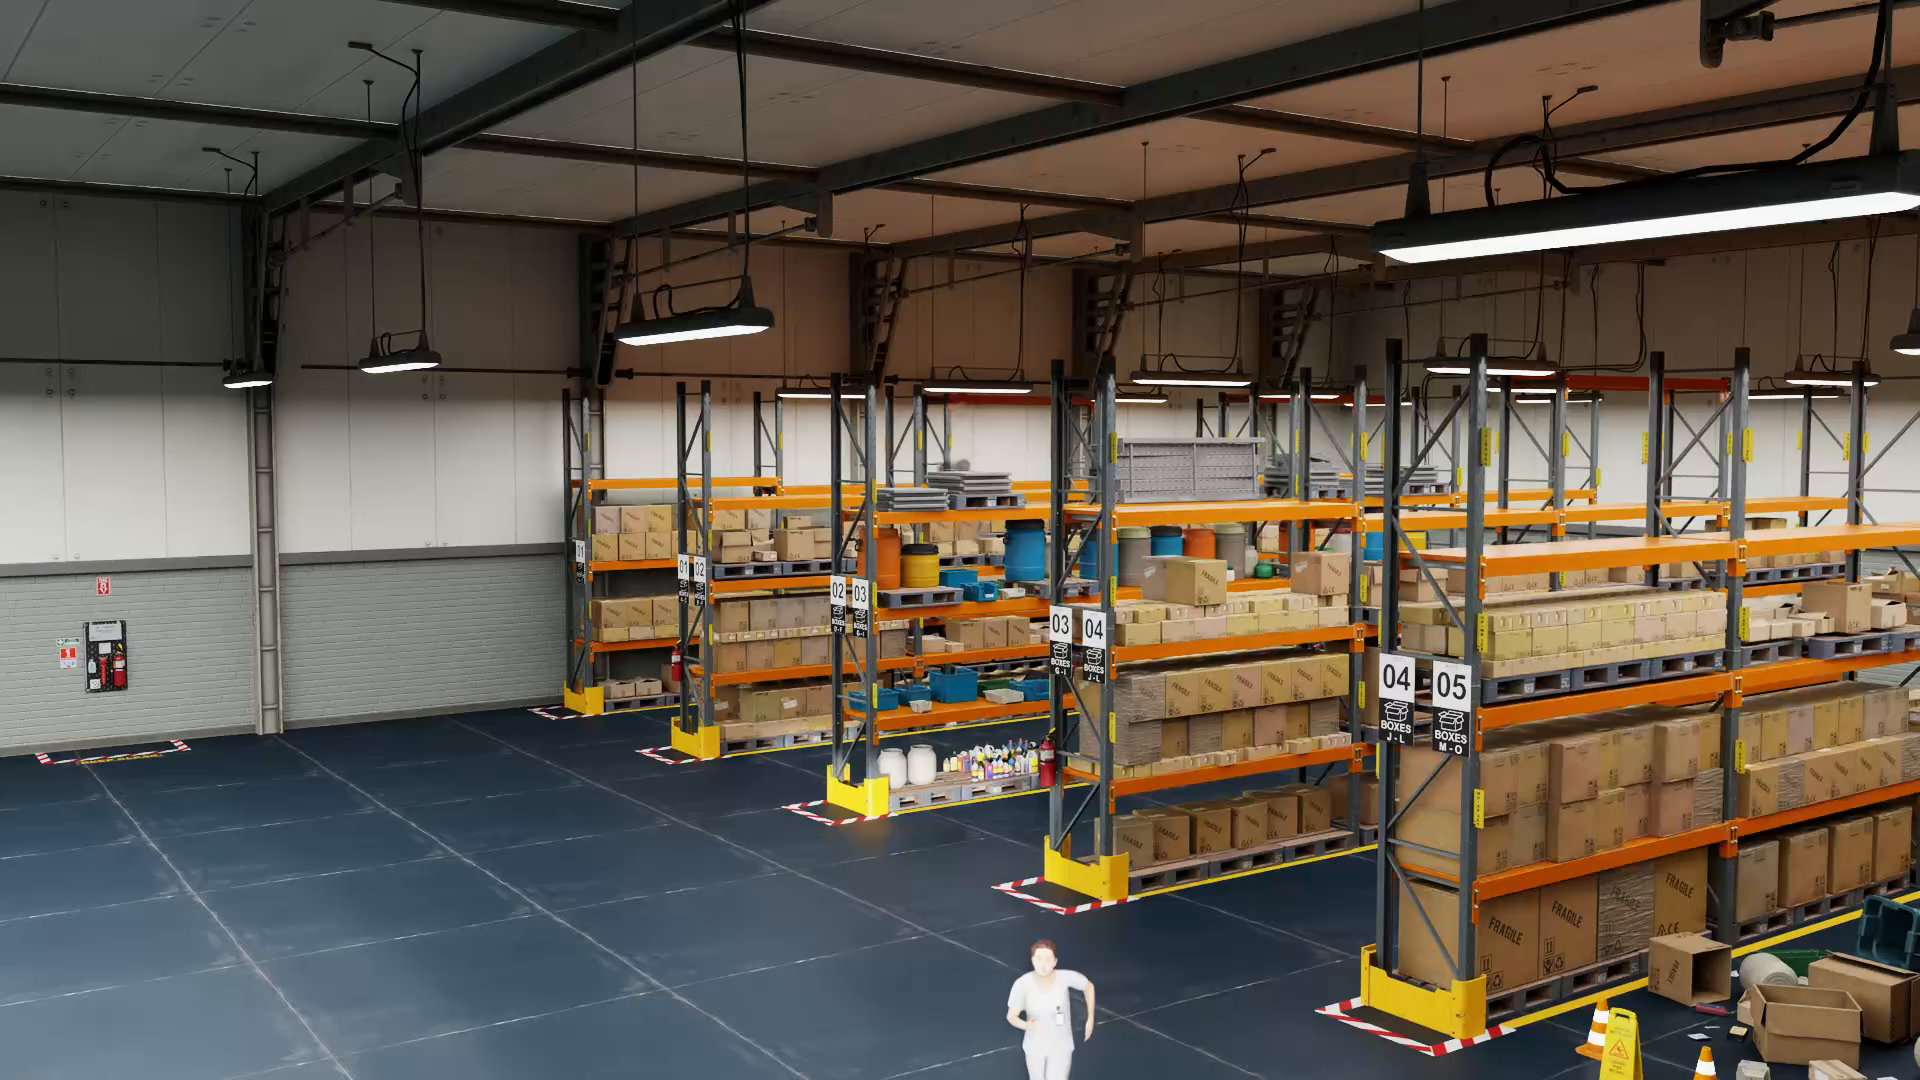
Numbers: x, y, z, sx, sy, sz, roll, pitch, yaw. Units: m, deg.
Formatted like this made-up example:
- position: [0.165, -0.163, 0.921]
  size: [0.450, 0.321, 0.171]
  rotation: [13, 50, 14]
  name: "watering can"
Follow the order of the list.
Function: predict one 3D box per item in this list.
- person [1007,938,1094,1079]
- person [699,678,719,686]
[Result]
- position: [0.632, 3.582, 11.631]
  size: [0.589, 1.664, 0.805]
  rotation: [1, 4, 9]
  name: "person"
- position: [-4.308, 2.511, 29.366]
  size: [0.605, 1.558, 0.560]
  rotation: [-3, 5, -41]
  name: "person"
